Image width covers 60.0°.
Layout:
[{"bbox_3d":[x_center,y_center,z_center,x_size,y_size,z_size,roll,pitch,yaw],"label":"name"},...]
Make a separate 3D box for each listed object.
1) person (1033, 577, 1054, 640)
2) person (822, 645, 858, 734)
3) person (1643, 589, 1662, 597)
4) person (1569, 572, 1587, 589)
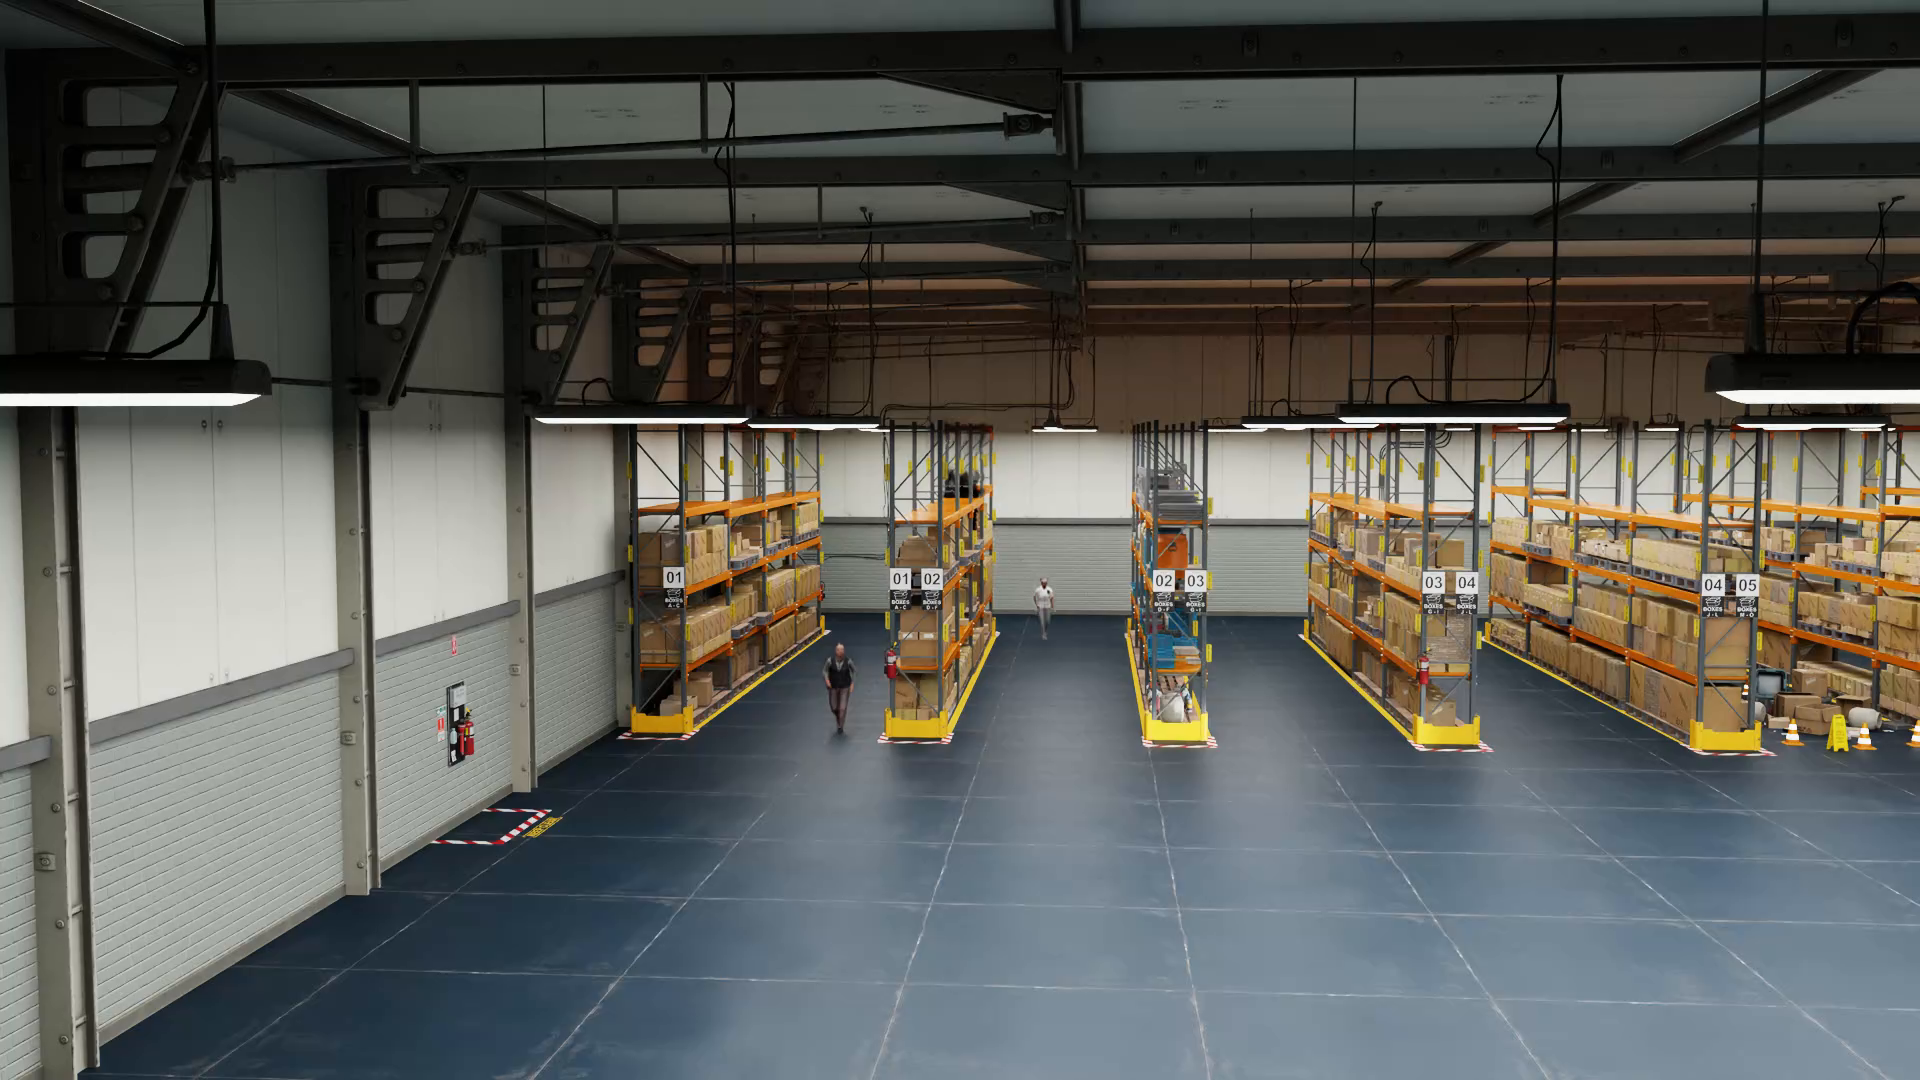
[{"bbox_3d":[2.240,1.810,44.421,0.556,1.664,0.494,0,4,-5],"label":"person"},{"bbox_3d":[-2.322,2.867,32.074,0.692,1.696,0.562,0,4,2],"label":"person"},{"bbox_3d":[19.523,1.884,47.069,0.957,1.667,0.569,0,4,4],"label":"person"},{"bbox_3d":[17.866,1.776,48.308,1.007,1.767,0.709,-1,4,-22],"label":"person"}]
